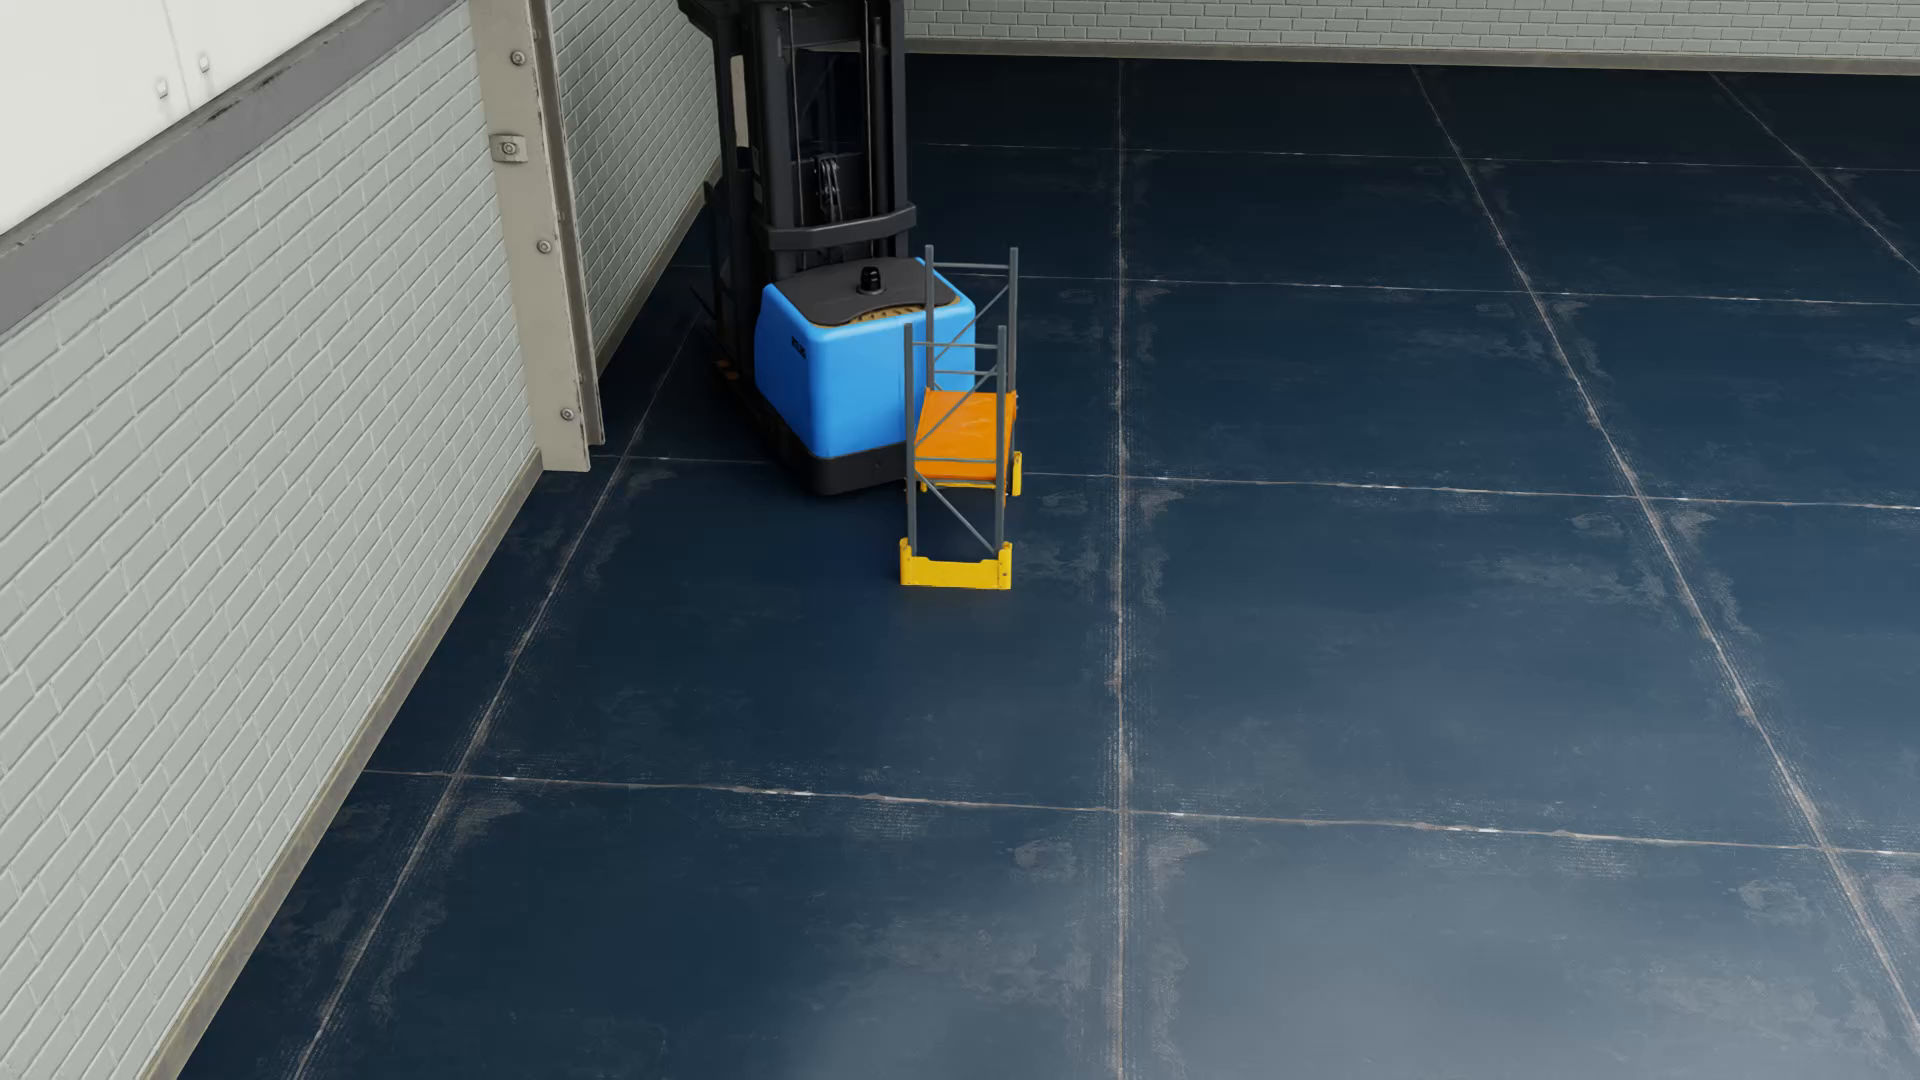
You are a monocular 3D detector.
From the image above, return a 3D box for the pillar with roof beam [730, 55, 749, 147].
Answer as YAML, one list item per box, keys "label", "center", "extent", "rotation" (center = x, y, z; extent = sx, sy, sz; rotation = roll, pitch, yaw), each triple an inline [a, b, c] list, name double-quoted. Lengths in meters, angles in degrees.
- label: "pillar with roof beam"
  center: [2.426, -7.302, 12.521]
  extent: [9.100, 9.000, 0.400]
  rotation: [2, 32, 4]

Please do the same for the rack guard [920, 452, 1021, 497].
- label: "rack guard"
  center: [0.059, -0.393, 9.649]
  extent: [0.587, 0.250, 0.087]
  rotation: [3, 32, 4]

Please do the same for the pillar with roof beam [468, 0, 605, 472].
- label: "pillar with roof beam"
  center: [1.937, -4.165, 7.430]
  extent: [9.100, 9.000, 0.400]
  rotation: [2, 32, 4]

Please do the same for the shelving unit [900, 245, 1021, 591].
- label: "shelving unit"
  center: [0.018, -0.665, 8.899]
  extent: [0.587, 1.500, 1.083]
  rotation: [3, 32, 4]

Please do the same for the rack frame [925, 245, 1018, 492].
- label: "rack frame"
  center: [0.061, -0.935, 9.338]
  extent: [0.500, 1.500, 0.032]
  rotation: [3, 32, 4]

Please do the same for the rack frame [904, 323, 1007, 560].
- label: "rack frame"
  center: [-0.024, -0.404, 8.475]
  extent: [0.500, 1.500, 0.032]
  rotation: [3, 32, 4]

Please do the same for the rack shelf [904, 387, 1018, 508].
- label: "rack shelf"
  center: [0.019, -0.516, 9.001]
  extent: [0.538, 0.185, 1.000]
  rotation: [3, 32, 4]

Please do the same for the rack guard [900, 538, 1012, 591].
- label: "rack guard"
  center: [-0.024, 0.128, 8.804]
  extent: [0.587, 0.250, 0.087]
  rotation: [3, 32, 4]

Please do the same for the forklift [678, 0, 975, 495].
- label: "forklift"
  center: [-0.983, -2.259, 10.122]
  extent: [1.130, 2.935, 3.031]
  rotation: [-14, 34, -21]
